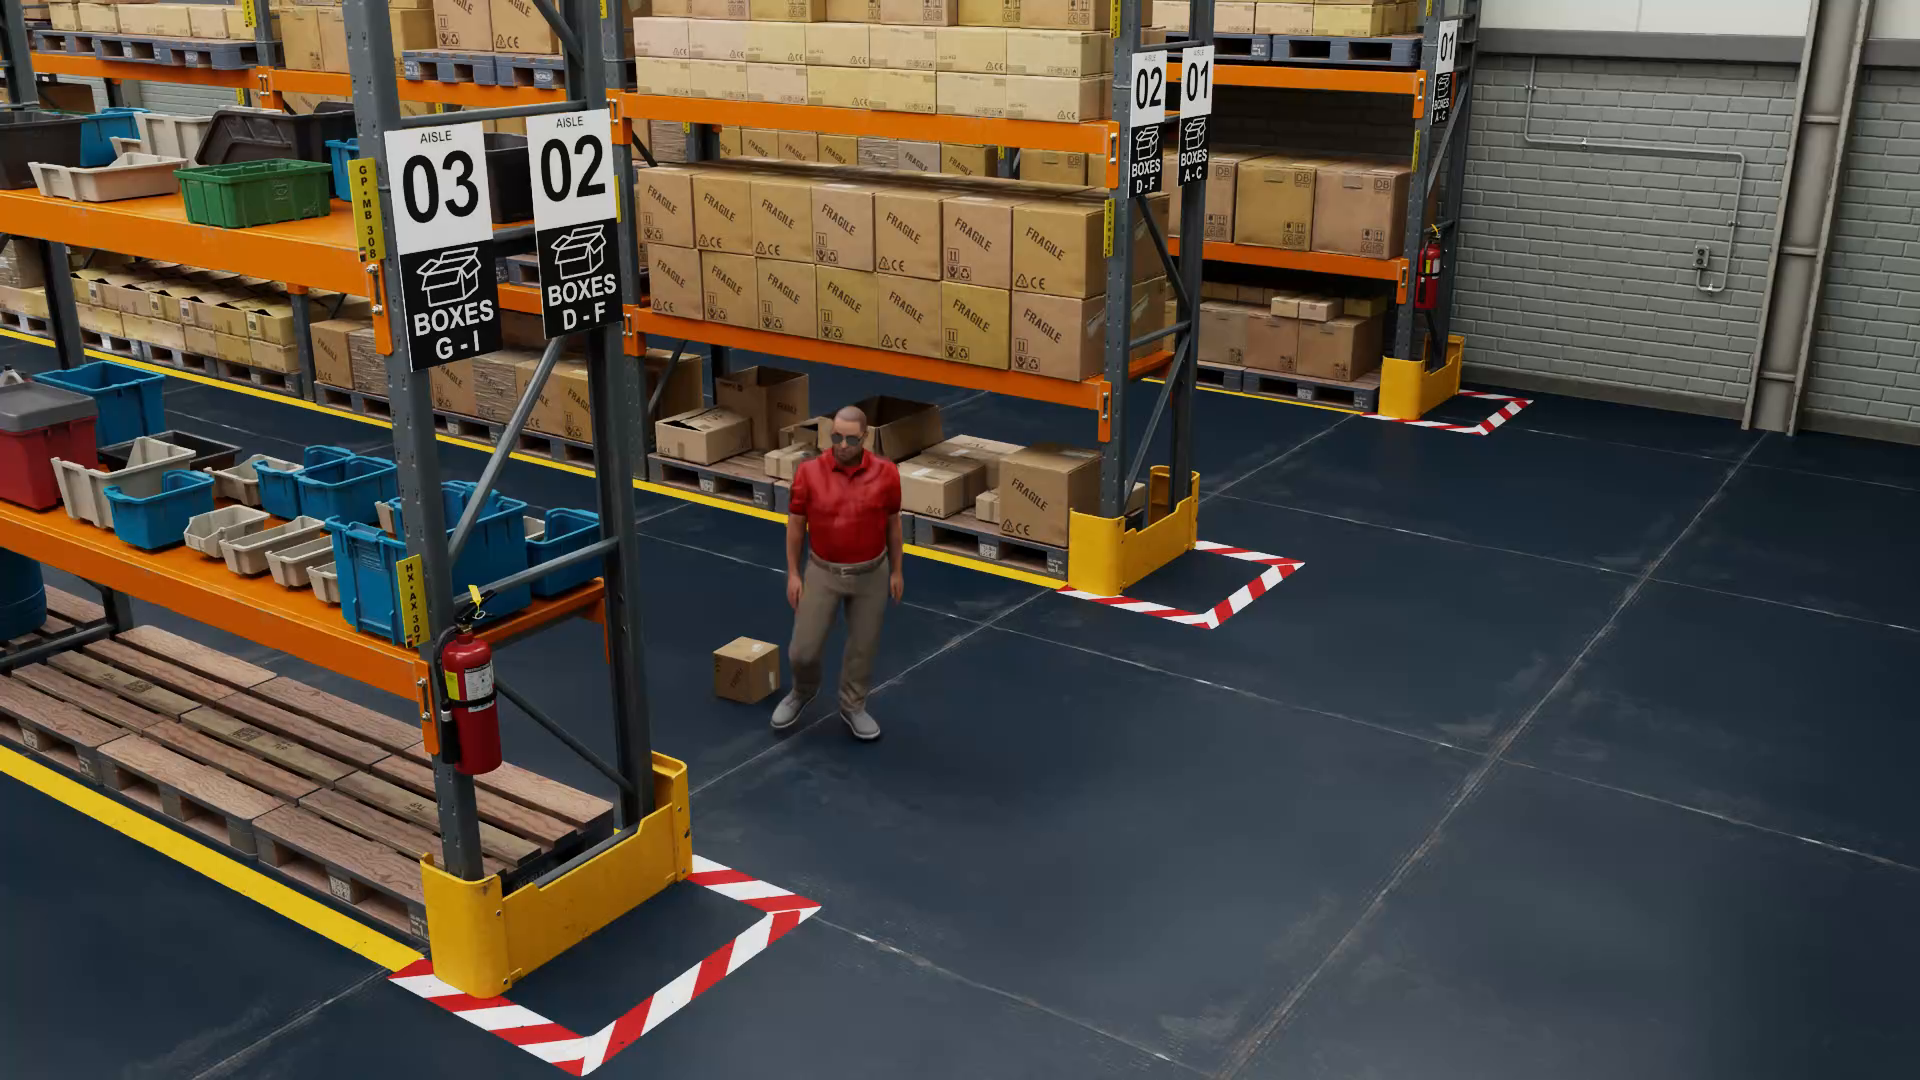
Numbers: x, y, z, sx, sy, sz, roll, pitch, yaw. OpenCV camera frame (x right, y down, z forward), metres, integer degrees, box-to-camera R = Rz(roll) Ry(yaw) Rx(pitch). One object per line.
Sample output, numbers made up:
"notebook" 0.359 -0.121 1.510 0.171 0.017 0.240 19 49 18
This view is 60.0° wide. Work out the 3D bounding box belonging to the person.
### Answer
"person" -0.609 0.163 8.101 0.676 1.716 0.503 -4 20 -10
